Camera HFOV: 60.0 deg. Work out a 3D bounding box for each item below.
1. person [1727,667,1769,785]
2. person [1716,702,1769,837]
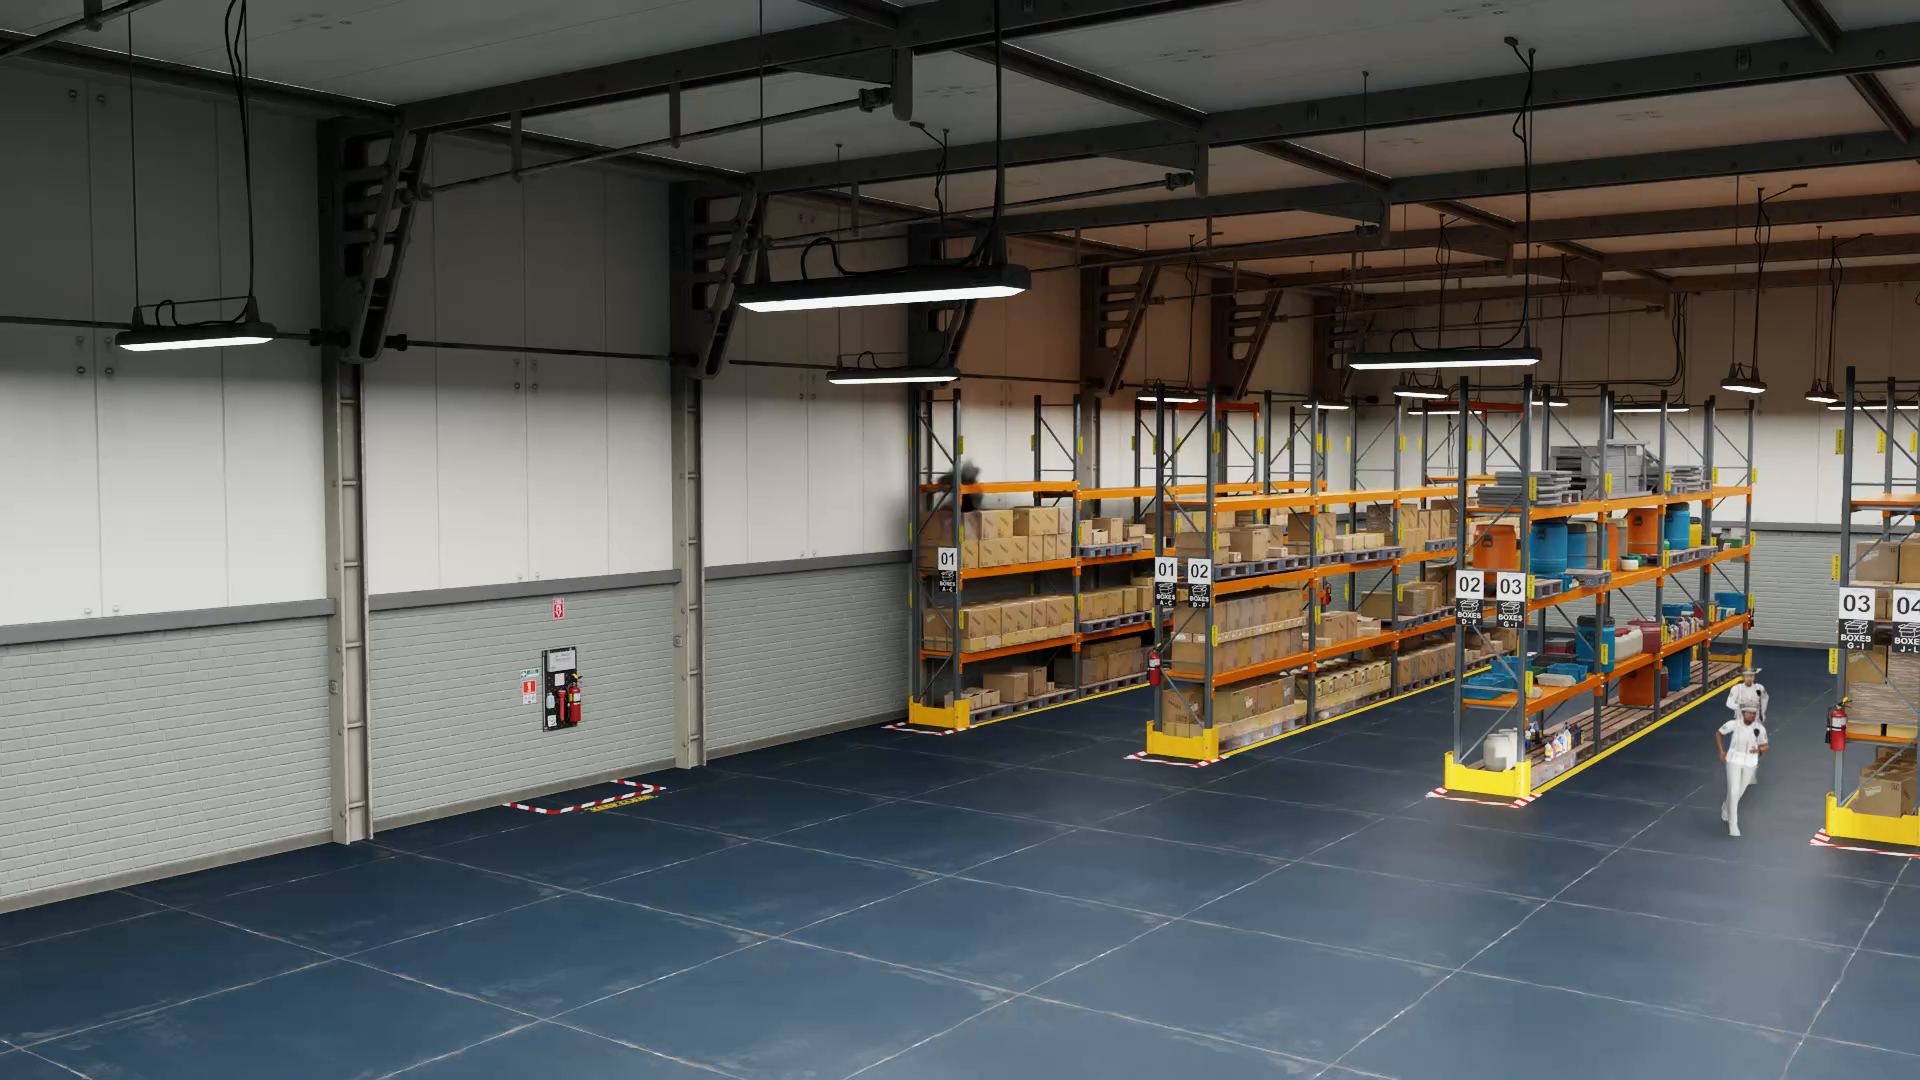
[{"bbox_3d":[11.796,2.734,24.921,0.562,1.715,0.857,2,4,27],"label":"person"},{"bbox_3d":[10.182,2.941,21.628,0.595,1.721,0.895,1,3,9],"label":"person"}]
